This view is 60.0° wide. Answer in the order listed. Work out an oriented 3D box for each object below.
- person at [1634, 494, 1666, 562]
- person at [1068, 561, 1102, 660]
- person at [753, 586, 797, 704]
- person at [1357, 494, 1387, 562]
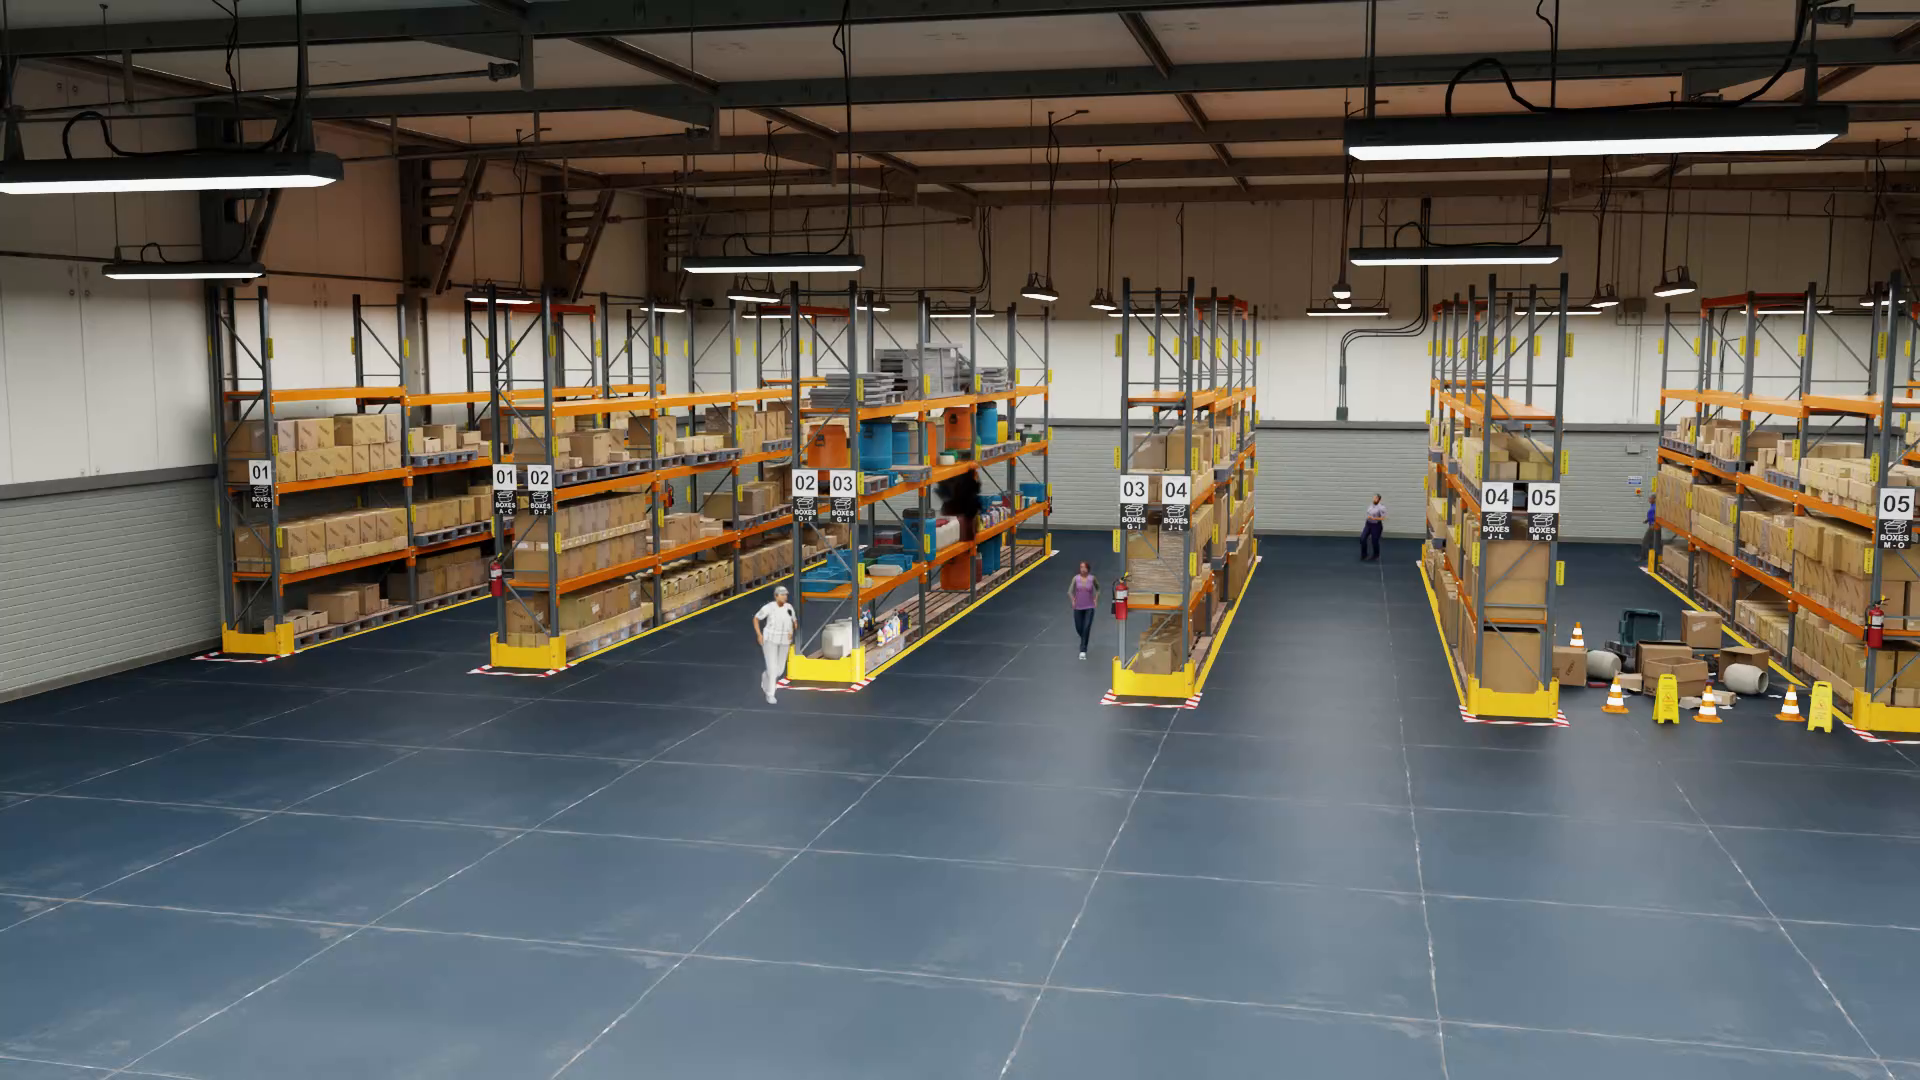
[{"bbox_3d":[16.112,-0.238,38.599,0.877,1.595,0.671,4,8,30],"label":"person"},{"bbox_3d":[2.029,1.122,27.102,0.547,1.584,0.759,1,7,9],"label":"person"},{"bbox_3d":[-2.642,1.488,23.882,0.647,1.668,0.743,-4,7,-28],"label":"person"},{"bbox_3d":[9.753,-0.261,39.090,0.643,1.668,0.690,-6,9,-41],"label":"person"}]
